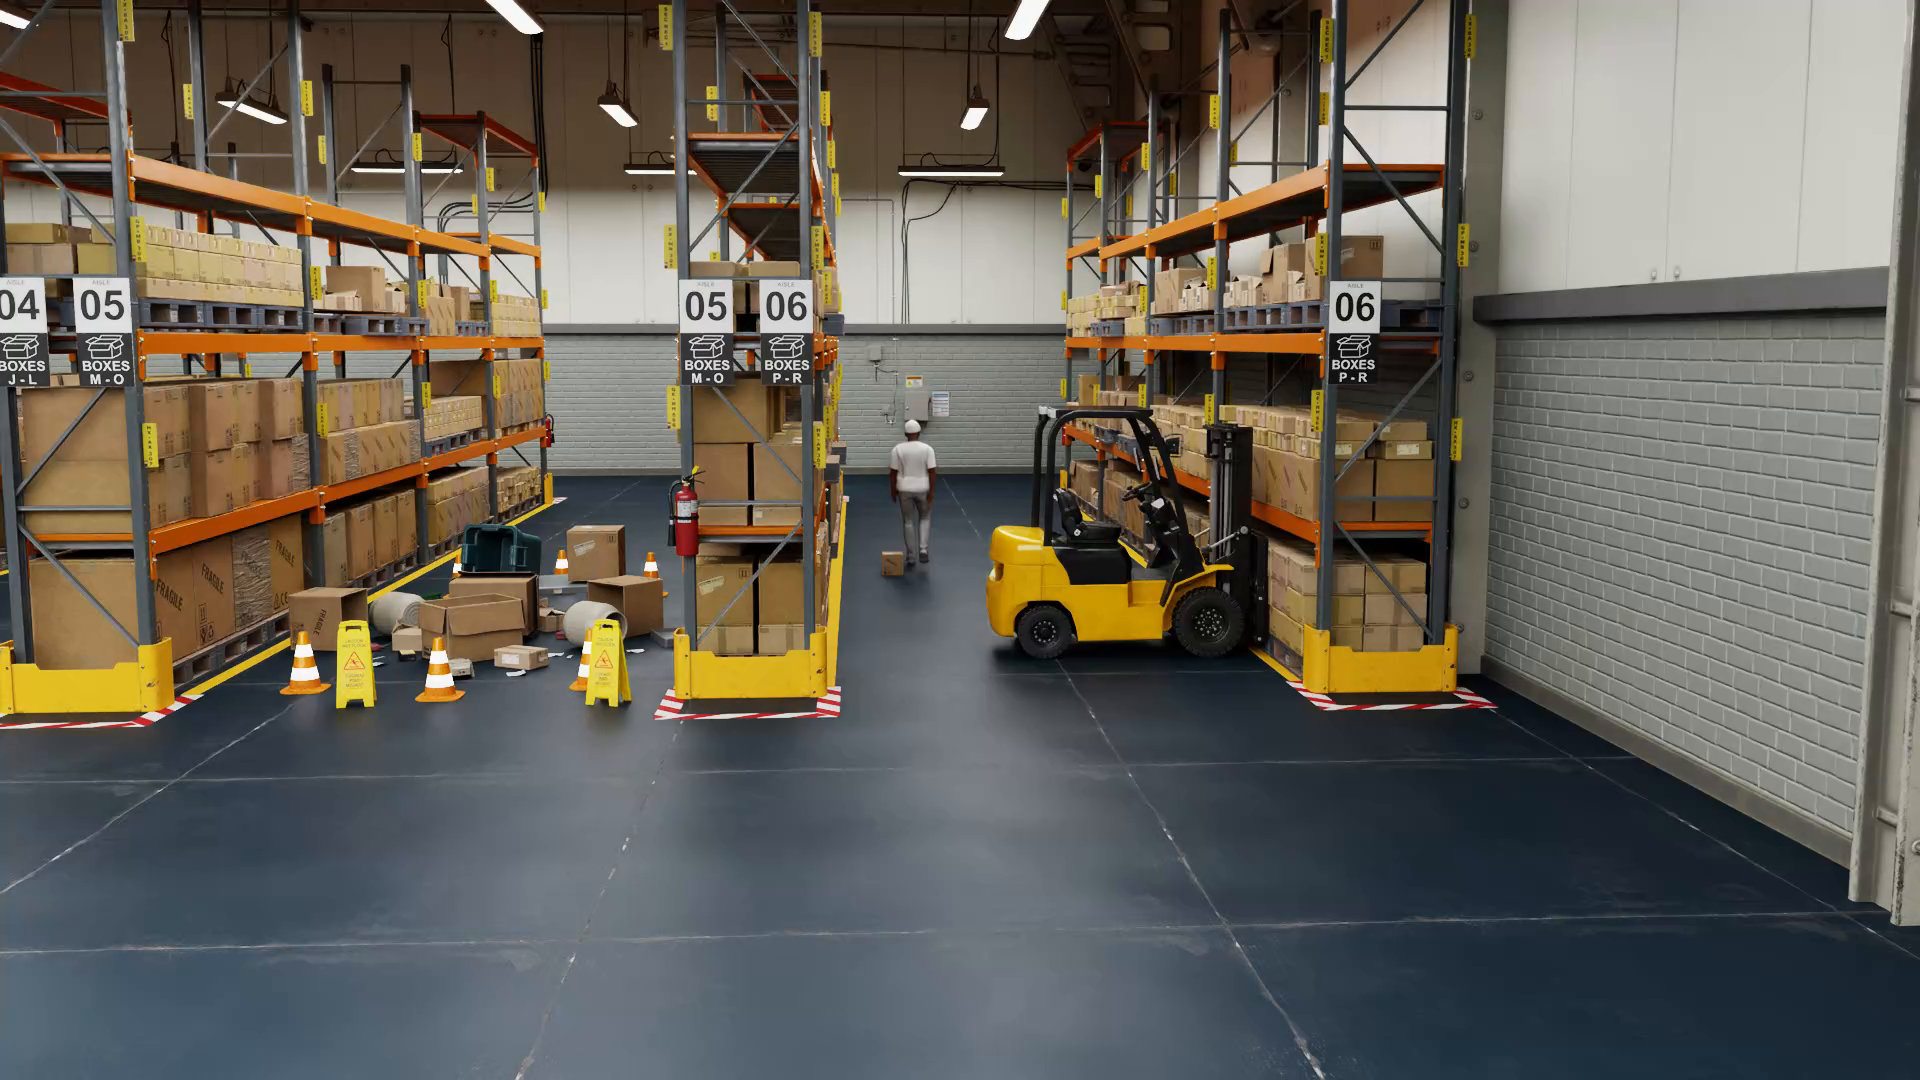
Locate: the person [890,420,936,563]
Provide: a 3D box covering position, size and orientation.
[{"bbox_3d":[-0.584,-0.582,20.547,0.566,1.816,0.498,0,7,-3],"label":"person"}]
